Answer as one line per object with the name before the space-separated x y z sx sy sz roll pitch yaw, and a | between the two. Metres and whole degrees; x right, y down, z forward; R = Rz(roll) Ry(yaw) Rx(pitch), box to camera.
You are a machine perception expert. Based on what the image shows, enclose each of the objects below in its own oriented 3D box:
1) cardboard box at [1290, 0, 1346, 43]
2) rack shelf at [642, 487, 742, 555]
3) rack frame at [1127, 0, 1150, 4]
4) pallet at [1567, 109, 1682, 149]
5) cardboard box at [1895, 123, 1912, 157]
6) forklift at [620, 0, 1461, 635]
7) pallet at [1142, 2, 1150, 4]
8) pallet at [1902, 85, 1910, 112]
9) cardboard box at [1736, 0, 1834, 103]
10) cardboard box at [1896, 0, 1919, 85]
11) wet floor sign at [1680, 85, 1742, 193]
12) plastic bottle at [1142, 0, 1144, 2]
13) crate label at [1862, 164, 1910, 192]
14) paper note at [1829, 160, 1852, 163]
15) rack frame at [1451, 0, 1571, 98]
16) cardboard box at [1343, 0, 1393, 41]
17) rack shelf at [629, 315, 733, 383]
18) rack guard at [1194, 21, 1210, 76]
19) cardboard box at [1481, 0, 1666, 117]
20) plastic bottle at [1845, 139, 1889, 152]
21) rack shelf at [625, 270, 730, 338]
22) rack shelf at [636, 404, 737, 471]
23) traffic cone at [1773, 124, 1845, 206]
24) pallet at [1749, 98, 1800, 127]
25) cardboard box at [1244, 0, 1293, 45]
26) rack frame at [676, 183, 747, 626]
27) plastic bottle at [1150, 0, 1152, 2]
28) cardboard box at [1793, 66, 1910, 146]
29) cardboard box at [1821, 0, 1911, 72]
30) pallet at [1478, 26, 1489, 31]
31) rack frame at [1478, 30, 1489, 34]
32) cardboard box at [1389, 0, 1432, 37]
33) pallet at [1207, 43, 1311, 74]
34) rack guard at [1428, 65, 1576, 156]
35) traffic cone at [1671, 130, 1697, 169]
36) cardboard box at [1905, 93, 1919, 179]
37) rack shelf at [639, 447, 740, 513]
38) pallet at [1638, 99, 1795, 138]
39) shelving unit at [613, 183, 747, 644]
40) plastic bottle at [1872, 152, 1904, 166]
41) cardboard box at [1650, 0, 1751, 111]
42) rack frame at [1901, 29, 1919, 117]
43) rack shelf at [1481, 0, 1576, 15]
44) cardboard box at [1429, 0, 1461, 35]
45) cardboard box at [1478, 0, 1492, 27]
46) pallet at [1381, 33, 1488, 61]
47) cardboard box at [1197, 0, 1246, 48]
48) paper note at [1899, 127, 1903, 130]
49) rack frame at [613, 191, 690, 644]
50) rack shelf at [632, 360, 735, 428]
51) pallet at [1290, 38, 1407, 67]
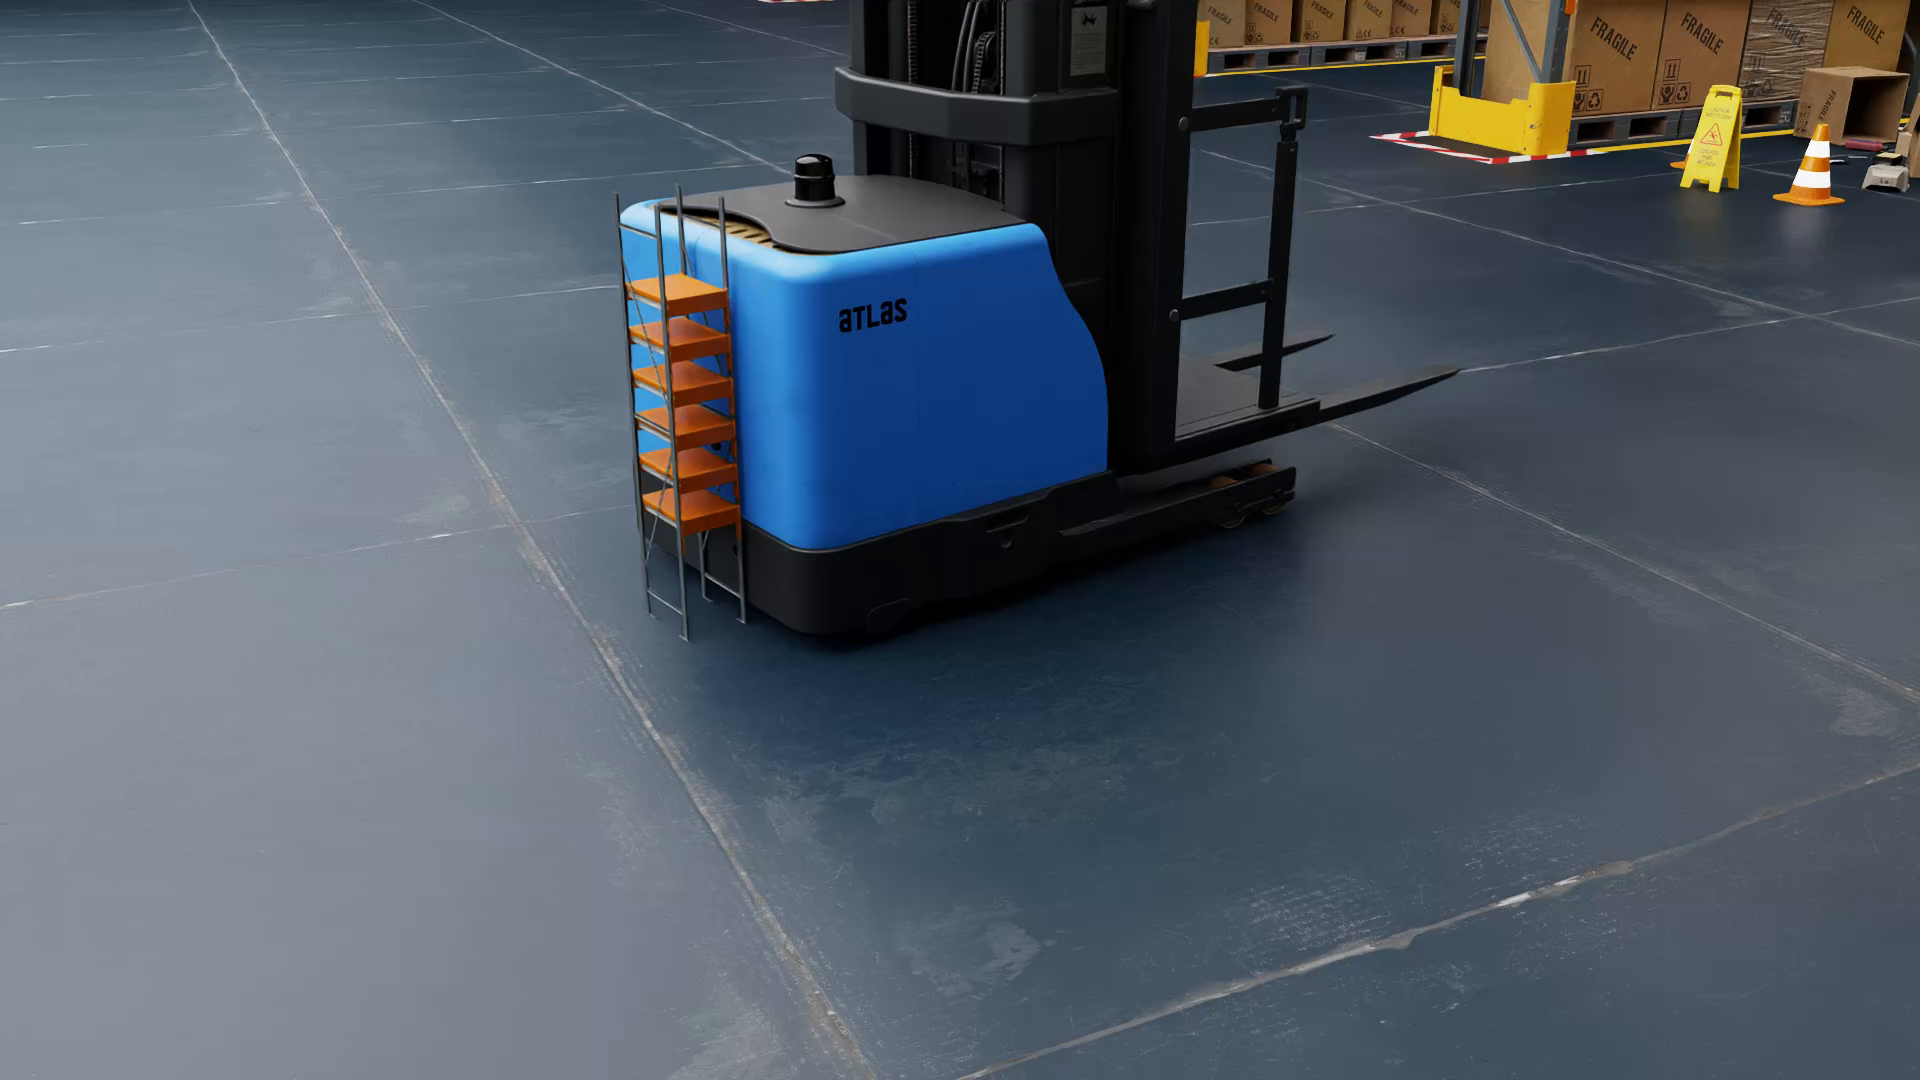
cardboard box | 3.619 -5.423 17.148 0.500 0.500 0.500 -8 24 -19
rack shelf | -0.746 -0.065 4.583 0.180 0.103 0.258 -17 28 -35
rack frame | 1.953 -6.078 16.011 0.127 3.000 1.000 -10 25 -24
pallet | 4.699 -3.223 12.760 1.213 0.211 1.003 -10 25 -24
cardboard box | 6.867 -2.832 11.745 0.258 0.266 0.396 -6 23 -14
forklift | 0.476 -1.533 5.121 3.031 2.935 1.130 -17 28 -35
pallet | 1.685 -6.859 21.544 1.213 0.211 1.003 -10 25 -24
pallet | 8.280 -3.881 14.349 1.213 0.211 1.003 -10 25 -24
cardboard box | 6.209 -3.997 13.212 0.875 0.875 0.875 -10 25 -23
cardboard box | 8.137 -4.304 14.118 0.750 0.750 1.050 -11 25 -24
wet floor sign | 4.845 -2.577 10.631 0.232 0.644 0.267 -15 27 -33
plastic bottle | 2.341 -7.076 21.408 0.135 0.276 0.152 -10 24 -23
crate label | 5.972 -2.334 10.709 0.250 0.136 0.298 15 27 31
paper note | 6.124 -2.647 11.607 0.142 0.017 0.144 -2 23 -5
rack frame | 4.013 -4.352 11.841 0.127 3.000 1.000 -10 25 -24
cardboard box | 4.141 -5.500 17.335 0.500 0.500 0.500 -13 26 -28
rack shelf | -0.746 -0.509 4.399 0.180 0.103 0.258 -17 28 -35
rack guard | 2.021 -4.935 16.519 0.348 0.500 1.175 -10 25 -24
cardboard box | 4.595 -3.699 12.494 0.875 0.875 0.875 -10 25 -23
plastic bottle | 6.612 -2.868 12.100 0.283 0.061 0.133 20 30 40
rack shelf | -0.746 -0.620 4.353 0.180 0.103 0.258 -17 28 -35
rack shelf | -0.746 -0.287 4.491 0.180 0.103 0.258 -17 28 -35
traffic cone | 5.291 -2.332 10.280 0.334 0.463 0.336 -10 25 -24
pallet | 6.898 -3.628 13.738 1.213 0.211 1.003 -10 25 -24
cardboard box | 3.046 -5.326 16.913 0.500 0.500 0.500 -4 23 -10
rack frame | -0.674 -0.350 4.526 0.006 1.200 0.240 -17 28 -35
plastic bottle | 2.490 -7.136 21.456 0.185 0.351 0.144 -11 25 -24
cardboard box | 6.663 -3.250 12.445 0.500 0.500 0.500 -6 23 -14
cardboard box | 7.020 -4.147 13.576 0.875 0.875 0.875 -10 25 -23
pallet | 6.258 -5.583 18.460 1.213 0.211 1.003 -10 25 -24
rack frame | 5.557 -6.741 17.614 0.127 3.000 1.000 -10 25 -24
cardboard box | 4.666 -5.630 17.649 0.500 0.500 0.500 -3 23 -7
pallet | 2.768 -4.925 16.871 1.213 0.211 1.003 -10 25 -24
rack guard | 3.991 -3.193 12.309 0.348 0.500 1.175 -10 25 -24
traffic cone | 5.107 -2.778 11.357 0.334 0.463 0.336 -10 25 -24
cardboard box | 6.735 -2.673 11.049 0.797 0.503 0.637 10 24 22
rack shelf | -0.746 -0.176 4.537 0.180 0.103 0.258 -17 28 -35
pallet | 5.797 -3.424 13.245 1.213 0.211 1.003 -10 25 -24
shelving unit | -0.746 -0.328 4.474 0.189 1.200 0.258 -17 28 -35
plastic bottle | 6.473 -2.657 11.588 0.133 0.061 0.283 20 30 40
cardboard box | 5.387 -3.846 12.848 0.875 0.875 0.875 -11 25 -24
rack frame | 7.617 -5.015 13.444 0.127 3.000 1.000 -10 25 -24
rack shelf | 5.815 -4.351 12.780 4.000 0.370 1.077 -10 25 -24
cardboard box | 5.179 -5.728 17.885 0.500 0.500 0.500 -11 25 -25
cardboard box | 6.119 -5.884 18.236 0.500 0.500 0.700 -13 26 -28
pallet | 4.967 -5.329 17.849 1.213 0.211 1.003 -10 25 -24
cardboard box | 2.523 -5.215 16.645 0.500 0.500 0.500 -6 23 -14
paper note | 7.404 -3.220 12.988 0.147 0.020 0.142 10 24 22
rack frame | -0.818 -0.307 4.422 0.006 1.200 0.240 -17 28 -35
rack shelf | -0.746 -0.398 4.445 0.180 0.103 0.258 -17 28 -35
pallet | 3.866 -5.125 17.356 1.213 0.211 1.003 -10 25 -24
